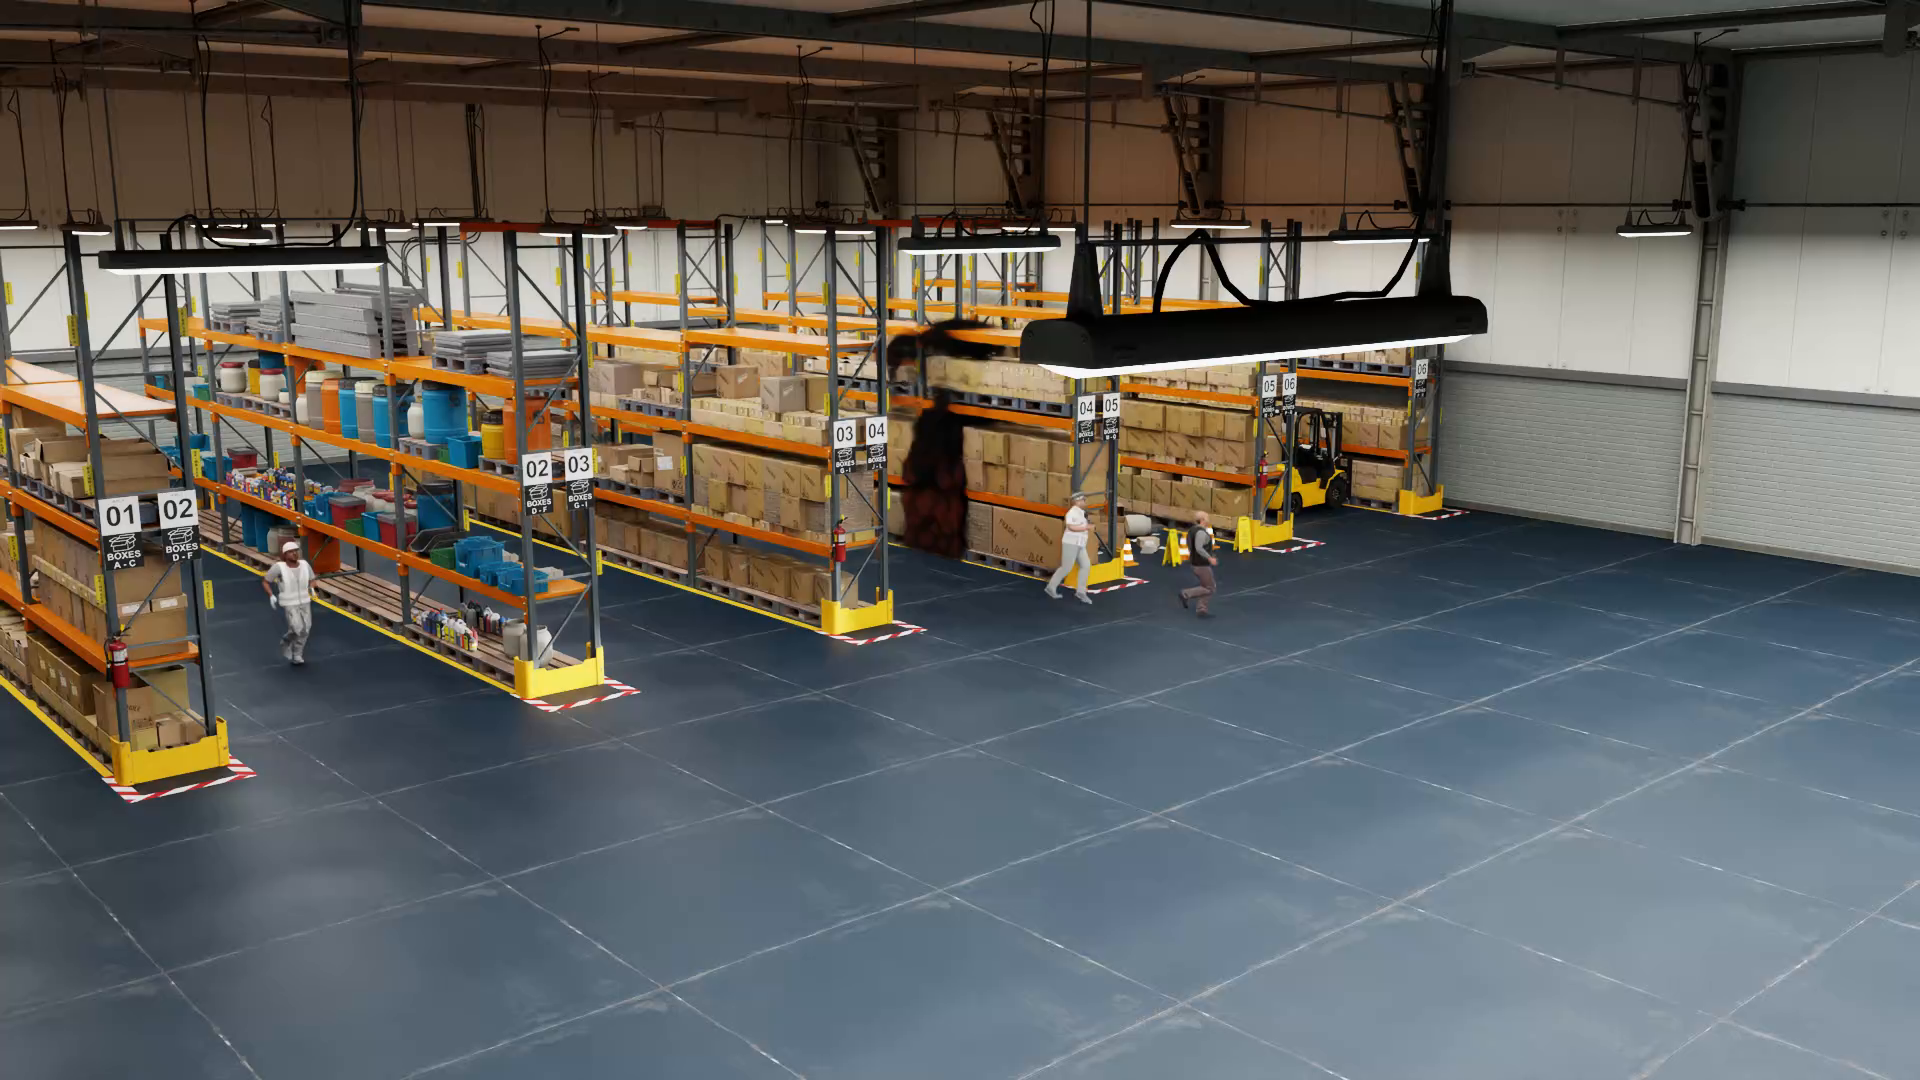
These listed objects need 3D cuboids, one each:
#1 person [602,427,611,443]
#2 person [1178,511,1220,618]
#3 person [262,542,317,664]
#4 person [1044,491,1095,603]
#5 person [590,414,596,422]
[{"bbox_3d":[-8.703,-2.775,41.373,0.562,1.685,0.703,-1,11,-3],"label":"person"},{"bbox_3d":[3.675,0.387,25.790,0.627,1.694,0.668,-1,11,-4],"label":"person"},{"bbox_3d":[-9.181,0.889,23.028,0.591,1.738,0.679,9,15,39],"label":"person"},{"bbox_3d":[1.841,0.102,26.998,0.797,1.808,0.679,5,12,21],"label":"person"},{"bbox_3d":[-9.028,-2.736,41.022,0.614,1.695,0.918,8,14,34],"label":"person"}]
